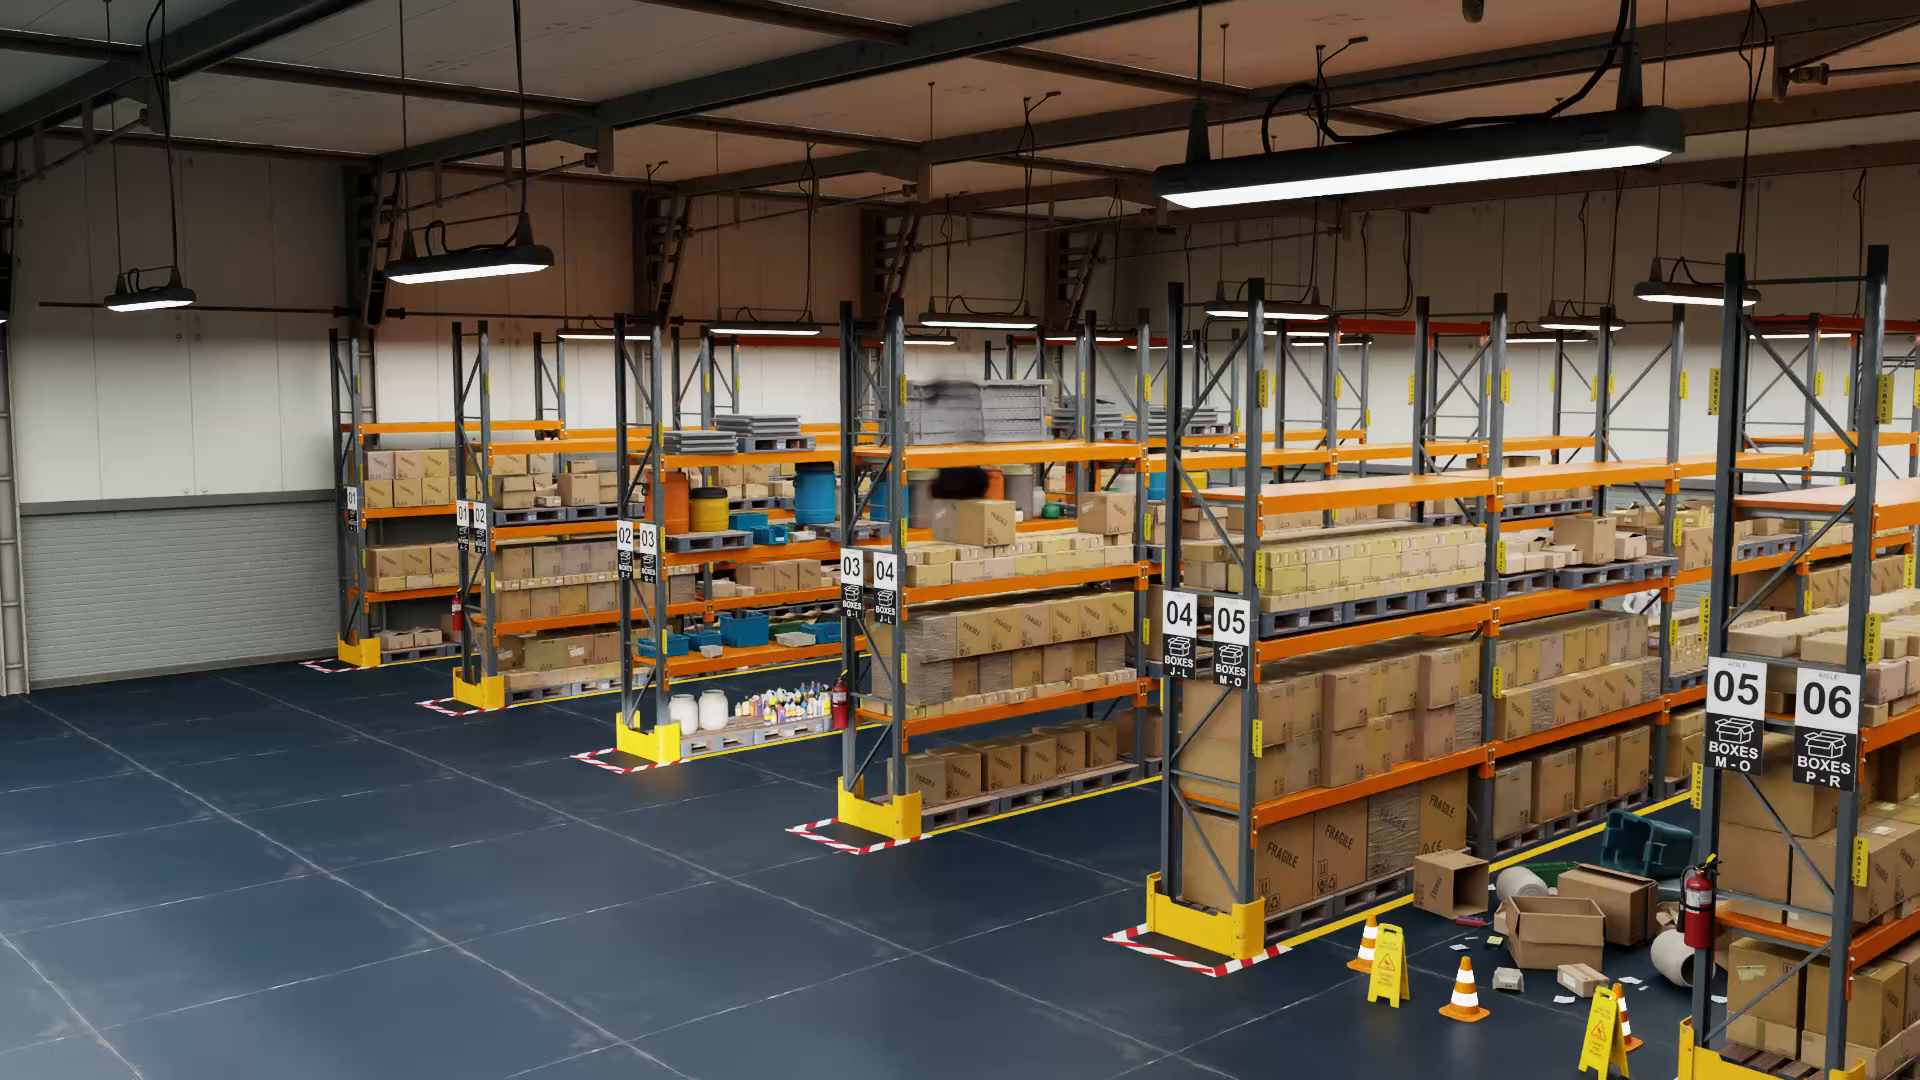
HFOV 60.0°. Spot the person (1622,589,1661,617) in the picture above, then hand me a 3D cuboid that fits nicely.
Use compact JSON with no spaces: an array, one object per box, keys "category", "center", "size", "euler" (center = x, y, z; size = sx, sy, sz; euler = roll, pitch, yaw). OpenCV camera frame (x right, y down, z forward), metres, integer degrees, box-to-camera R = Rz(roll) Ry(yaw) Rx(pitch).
[{"category":"person","center":[12.071,1.423,29.320],"size":[0.758,1.710,0.594],"euler":[-1,6,-6]}]
